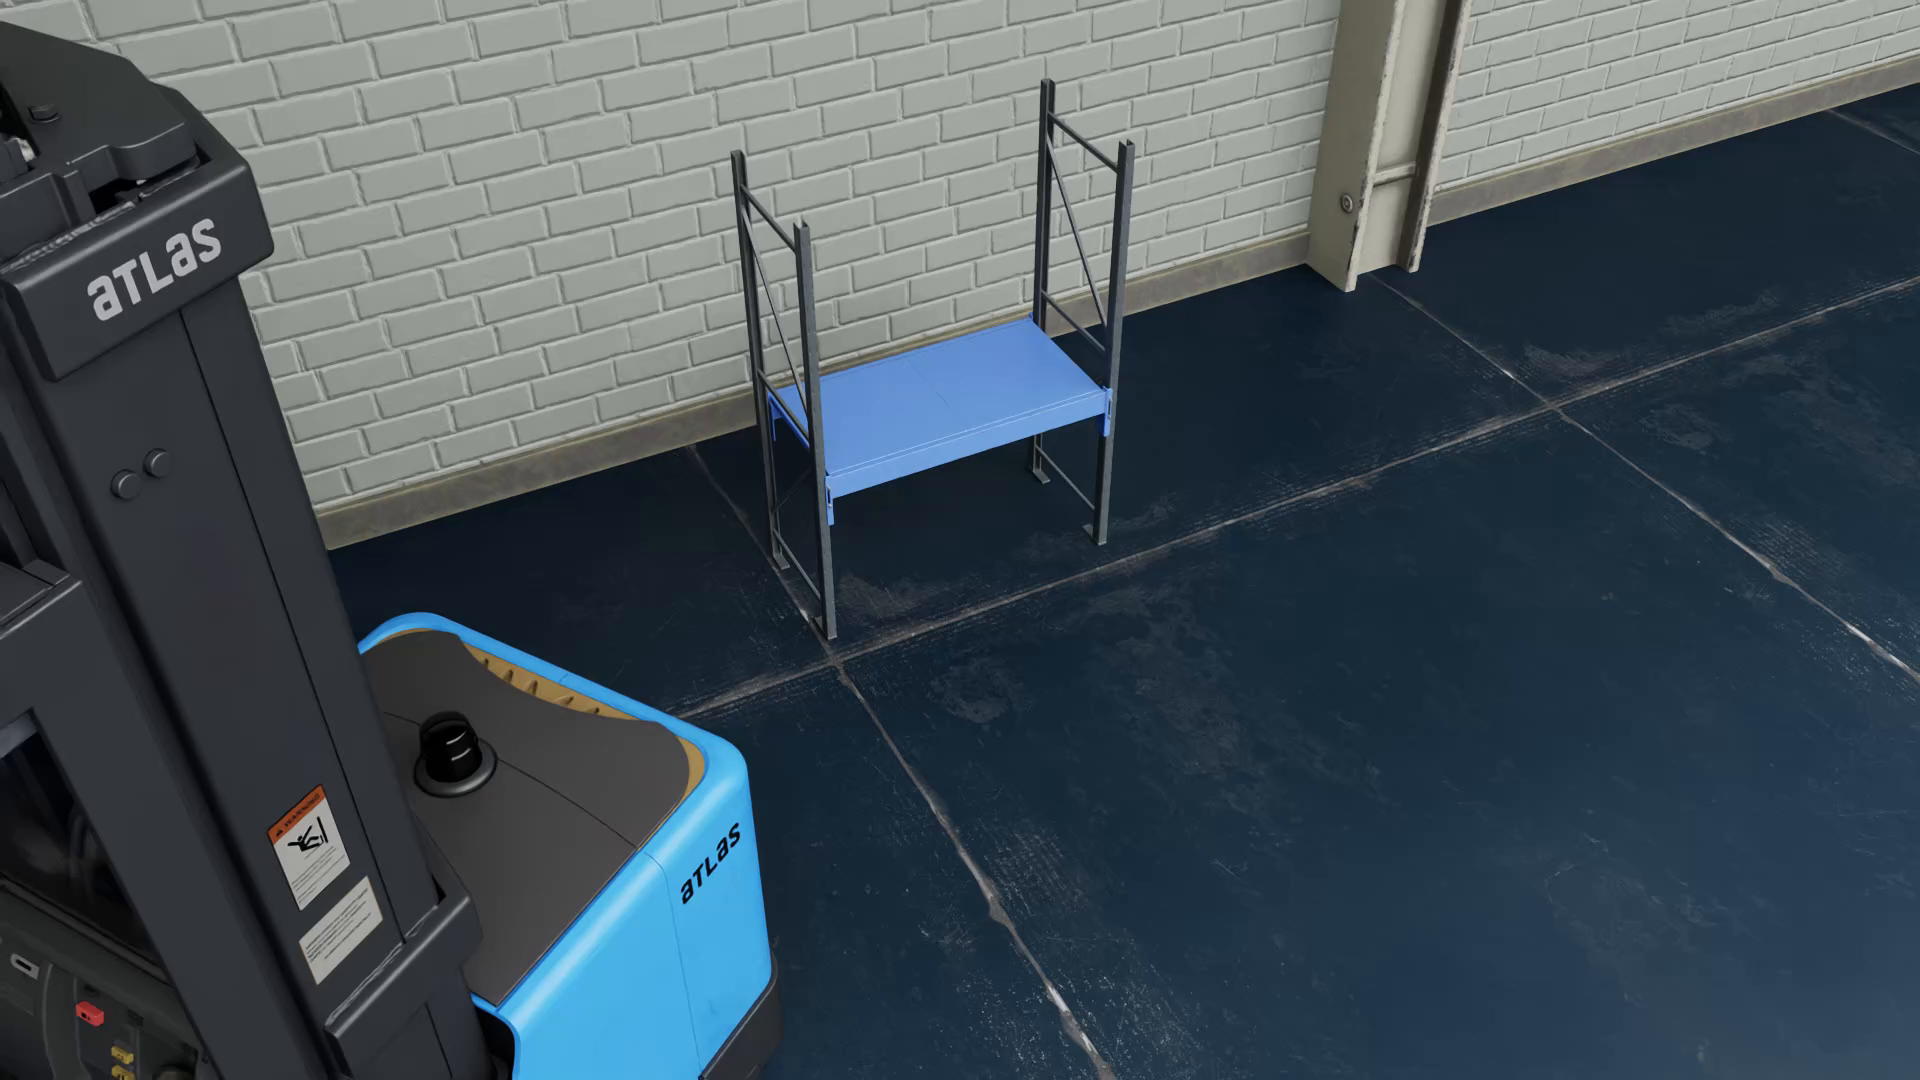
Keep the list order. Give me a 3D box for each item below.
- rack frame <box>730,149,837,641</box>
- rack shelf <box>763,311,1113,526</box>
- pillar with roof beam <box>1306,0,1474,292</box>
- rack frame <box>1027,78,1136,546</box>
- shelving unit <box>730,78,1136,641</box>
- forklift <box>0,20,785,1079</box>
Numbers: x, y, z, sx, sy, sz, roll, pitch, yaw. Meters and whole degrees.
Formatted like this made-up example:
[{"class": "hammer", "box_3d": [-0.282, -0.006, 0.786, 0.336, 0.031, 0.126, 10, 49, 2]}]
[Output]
[{"class": "rack frame", "box_3d": [-0.527, -0.395, 5.056, 0.032, 1.500, 0.500, -19, 44, -21]}, {"class": "rack shelf", "box_3d": [-0.076, -0.410, 5.352, 1.000, 0.185, 0.538, -19, 44, -21]}, {"class": "pillar with roof beam", "box_3d": [3.708, -2.153, 1.329, 0.400, 9.000, 9.100, -19, 44, -21]}, {"class": "rack frame", "box_3d": [0.375, -0.699, 5.415, 0.032, 1.500, 0.500, -19, 44, -21]}, {"class": "shelving unit", "box_3d": [-0.076, -0.547, 5.235, 1.048, 1.500, 0.538, -19, 44, -21]}, {"class": "forklift", "box_3d": [-1.596, 0.831, 2.500, 1.130, 2.935, 3.031, 20, 44, 22]}]
